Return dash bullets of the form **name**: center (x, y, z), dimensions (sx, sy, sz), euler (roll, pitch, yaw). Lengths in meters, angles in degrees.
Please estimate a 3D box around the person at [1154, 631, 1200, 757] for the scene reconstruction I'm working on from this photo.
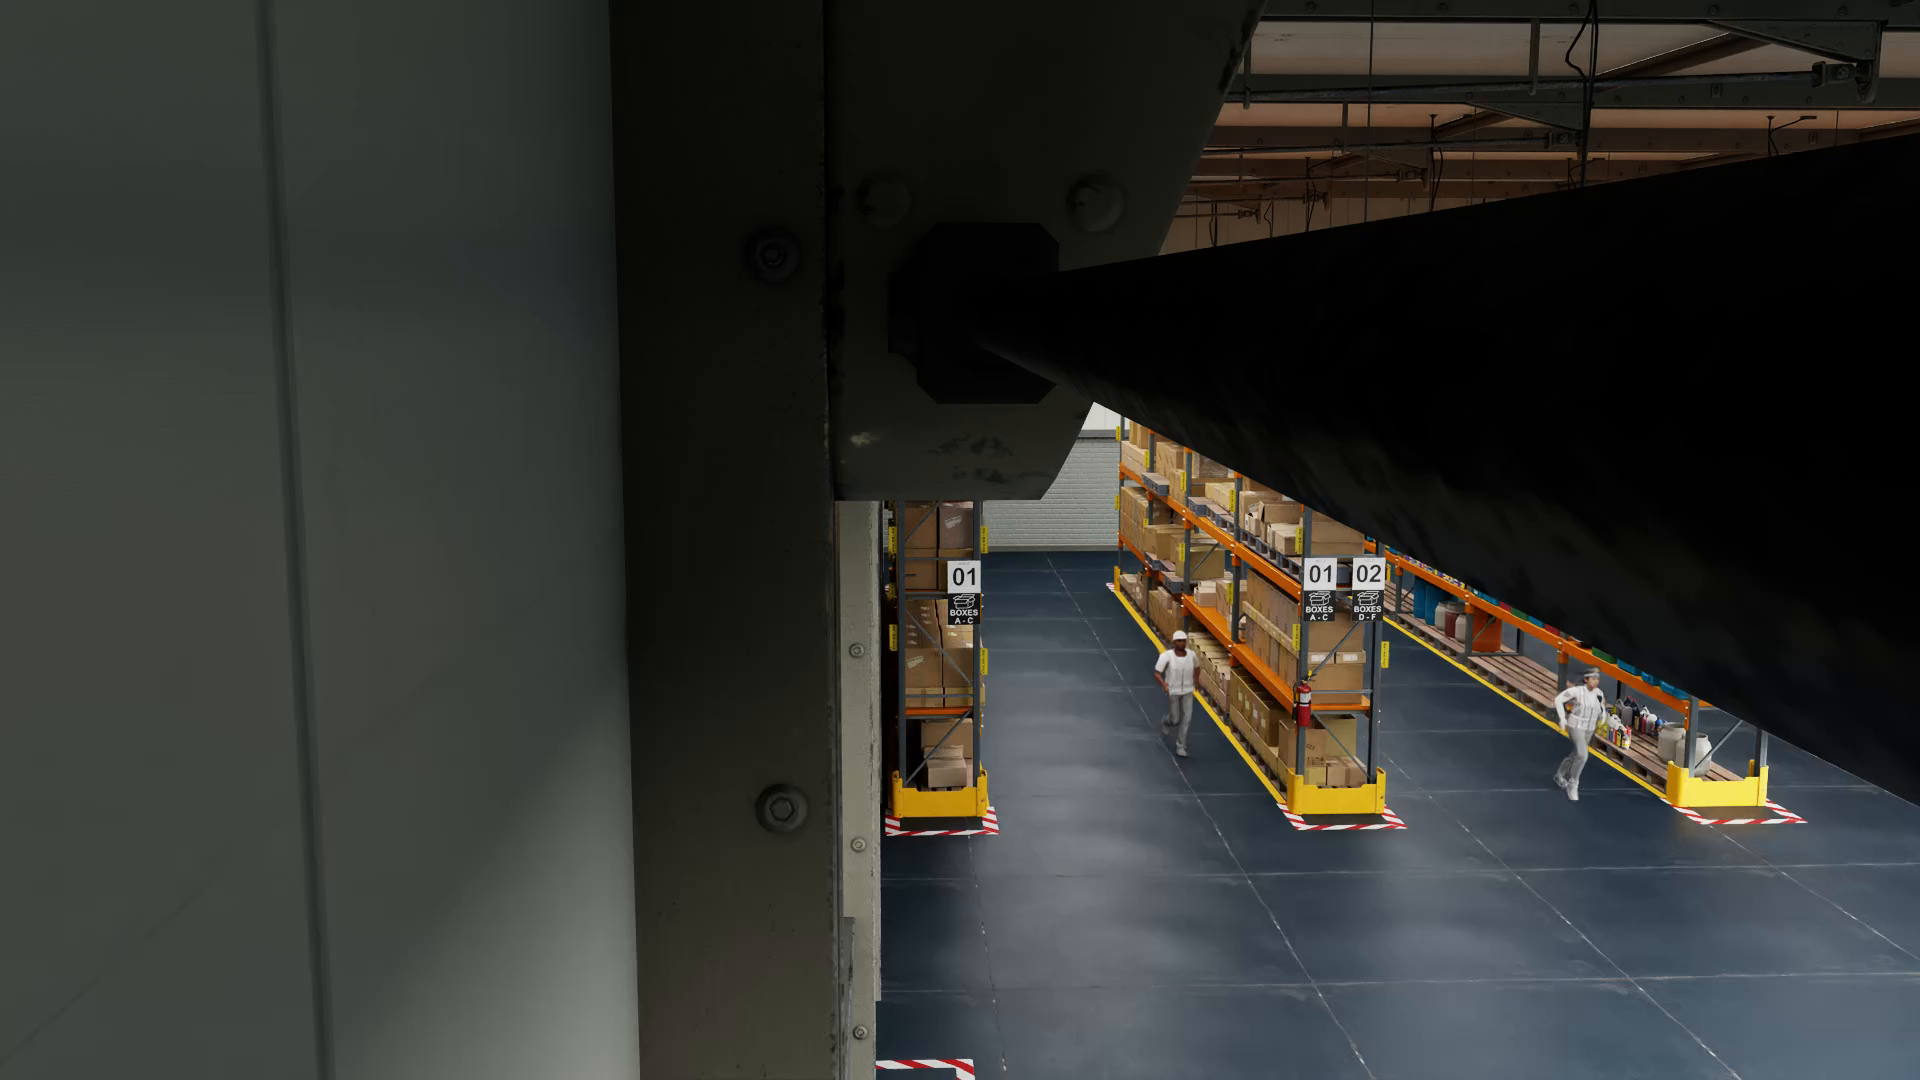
- **person**: center (3.082, 2.129, 23.353), dimensions (0.700, 1.739, 0.801), euler (-2, 8, -10)

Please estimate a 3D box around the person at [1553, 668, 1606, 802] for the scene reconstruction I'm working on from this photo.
- **person**: center (7.985, 2.460, 21.386), dimensions (0.623, 1.690, 0.738), euler (-3, 9, -18)
